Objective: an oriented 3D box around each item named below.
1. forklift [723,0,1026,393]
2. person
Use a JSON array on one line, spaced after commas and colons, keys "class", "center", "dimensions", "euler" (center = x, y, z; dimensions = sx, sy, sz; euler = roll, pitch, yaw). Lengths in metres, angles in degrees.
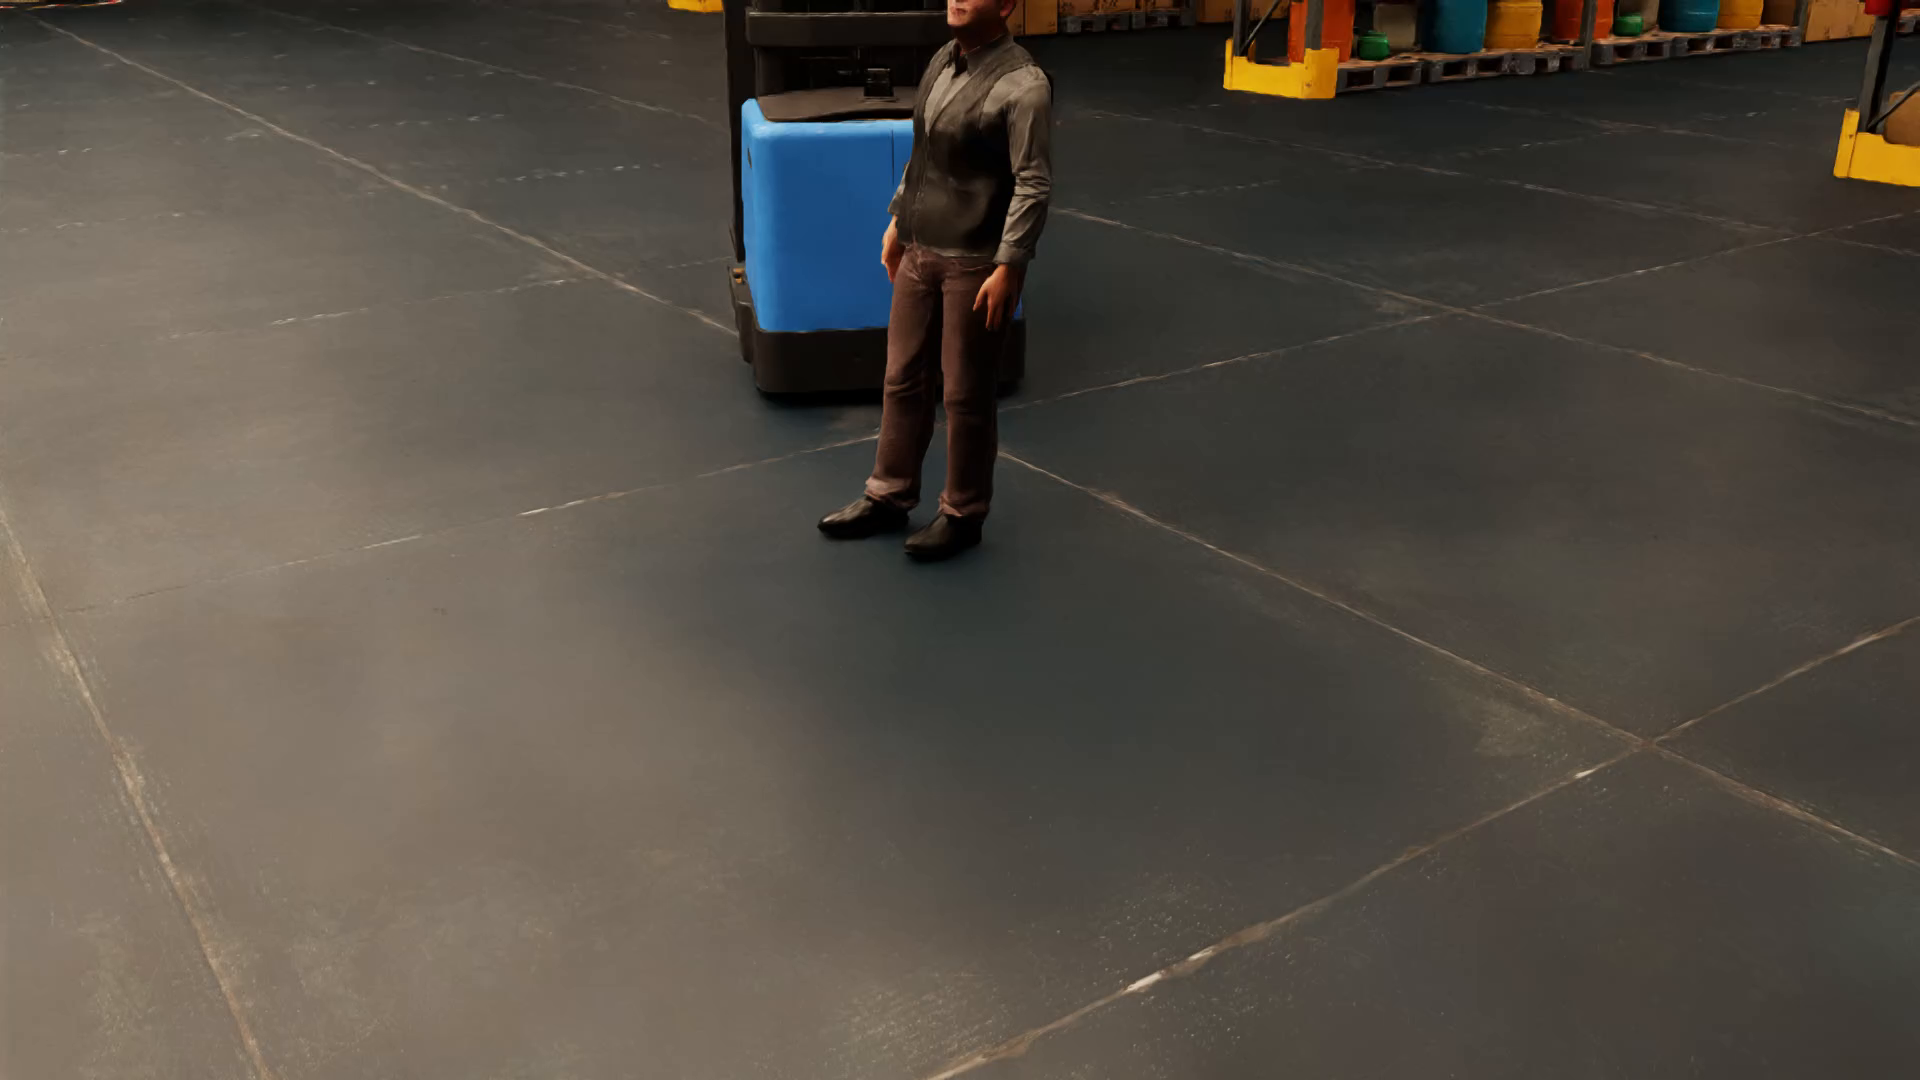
[{"class": "forklift", "center": [-0.505, -2.440, 7.283], "dimensions": [1.130, 2.935, 3.031], "euler": [-4, 22, -9]}, {"class": "person", "center": [-0.056, -0.793, 4.810], "dimensions": [0.567, 1.720, 0.632], "euler": [-15, 26, -32]}]
